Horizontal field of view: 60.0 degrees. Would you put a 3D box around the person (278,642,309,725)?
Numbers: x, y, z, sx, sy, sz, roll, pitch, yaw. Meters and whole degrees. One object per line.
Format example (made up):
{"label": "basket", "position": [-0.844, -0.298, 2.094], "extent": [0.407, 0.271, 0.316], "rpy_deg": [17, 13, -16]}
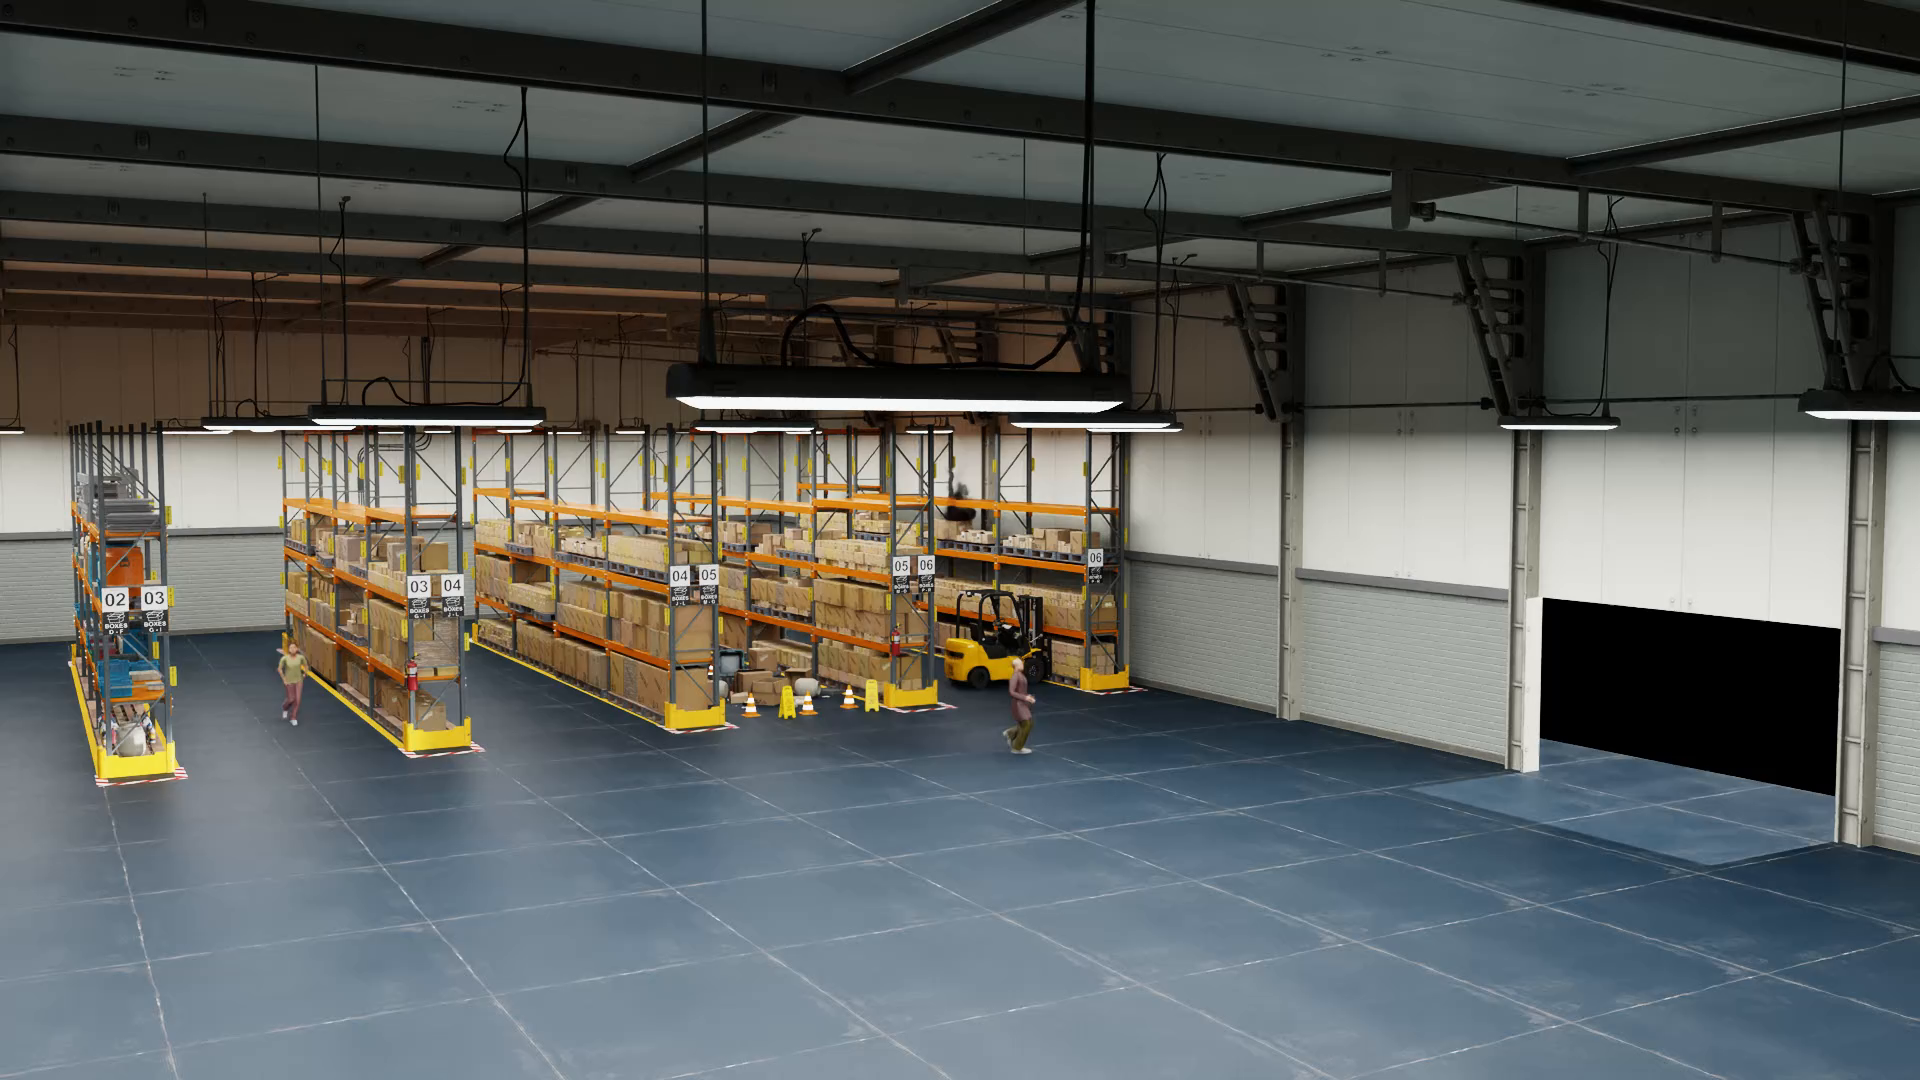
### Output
{"label": "person", "position": [-13.328, 2.858, 33.286], "extent": [0.574, 1.639, 0.585], "rpy_deg": [-2, 4, -32]}

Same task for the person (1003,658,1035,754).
{"label": "person", "position": [1.075, 2.997, 30.048], "extent": [0.663, 1.726, 0.706], "rpy_deg": [1, 4, 14]}
